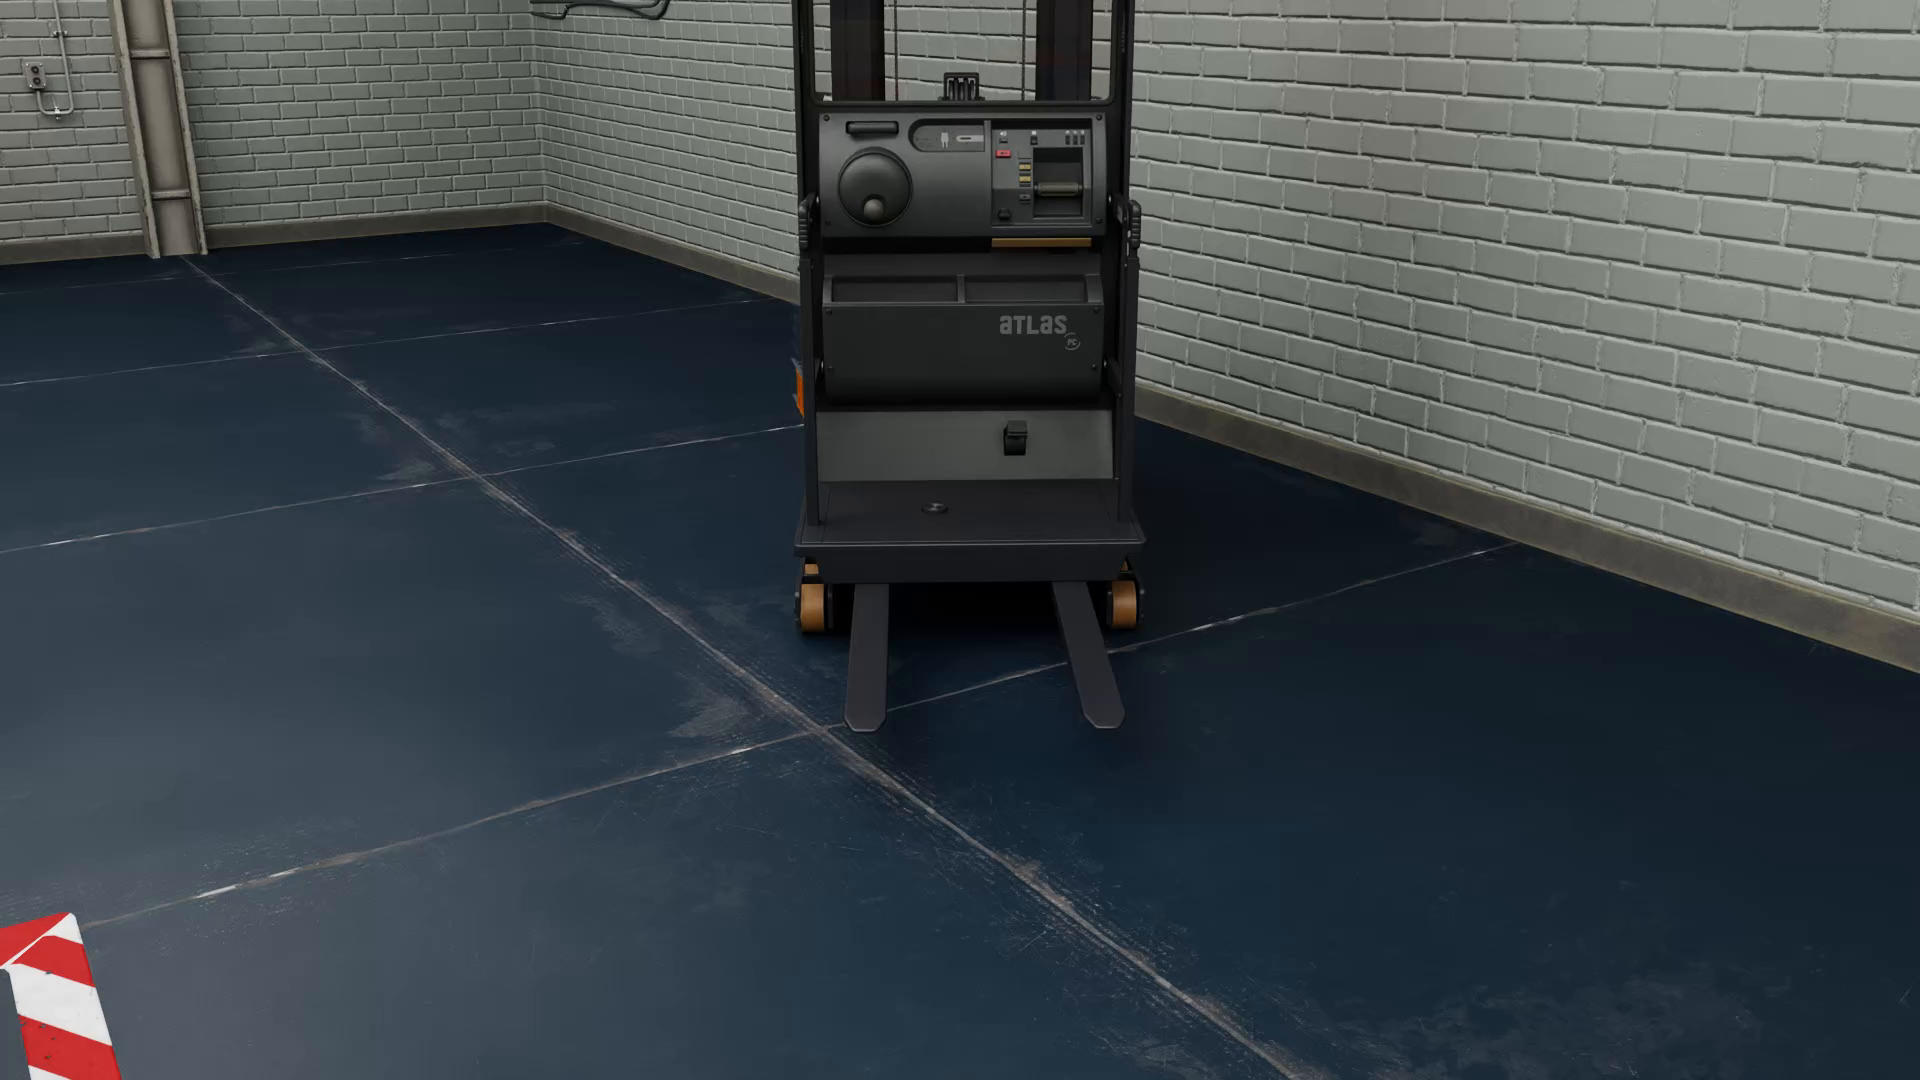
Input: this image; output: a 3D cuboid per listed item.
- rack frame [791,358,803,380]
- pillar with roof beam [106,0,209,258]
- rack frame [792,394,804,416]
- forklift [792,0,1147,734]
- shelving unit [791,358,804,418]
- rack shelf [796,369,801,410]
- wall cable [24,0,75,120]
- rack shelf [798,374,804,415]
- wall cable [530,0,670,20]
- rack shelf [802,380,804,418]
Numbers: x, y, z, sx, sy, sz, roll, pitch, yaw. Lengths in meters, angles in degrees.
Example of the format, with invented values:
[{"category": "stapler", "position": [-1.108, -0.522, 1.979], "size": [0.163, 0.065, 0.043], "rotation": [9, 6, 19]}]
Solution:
[{"category": "rack frame", "position": [-0.606, -0.734, 7.825], "size": [0.240, 0.006, 1.200], "rotation": [-4, 19, -12]}, {"category": "pillar with roof beam", "position": [-3.624, -5.304, 7.884], "size": [0.400, 9.000, 9.100], "rotation": [-12, 22, -31]}, {"category": "rack frame", "position": [-0.606, -0.560, 7.882], "size": [0.240, 0.006, 1.200], "rotation": [-4, 19, -12]}, {"category": "forklift", "position": [0.019, -1.189, 5.186], "size": [1.130, 2.935, 3.031], "rotation": [-1, 19, -2]}, {"category": "shelving unit", "position": [-0.606, -0.647, 7.853], "size": [0.258, 0.189, 1.200], "rotation": [-4, 19, -12]}, {"category": "rack shelf", "position": [-0.673, -0.744, 8.146], "size": [0.258, 0.180, 0.103], "rotation": [-4, 19, -12]}, {"category": "wall cable", "position": [-7.222, -3.867, 11.412], "size": [1.851, 1.984, 0.084], "rotation": [-12, 22, -31]}, {"category": "rack shelf", "position": [-0.647, -0.707, 8.035], "size": [0.258, 0.180, 0.103], "rotation": [-4, 19, -12]}, {"category": "wall cable", "position": [-2.851, -5.178, 12.360], "size": [0.112, 2.526, 3.097], "rotation": [-12, 22, -31]}, {"category": "rack shelf", "position": [-0.622, -0.670, 7.923], "size": [0.258, 0.180, 0.103], "rotation": [-4, 19, -12]}]
